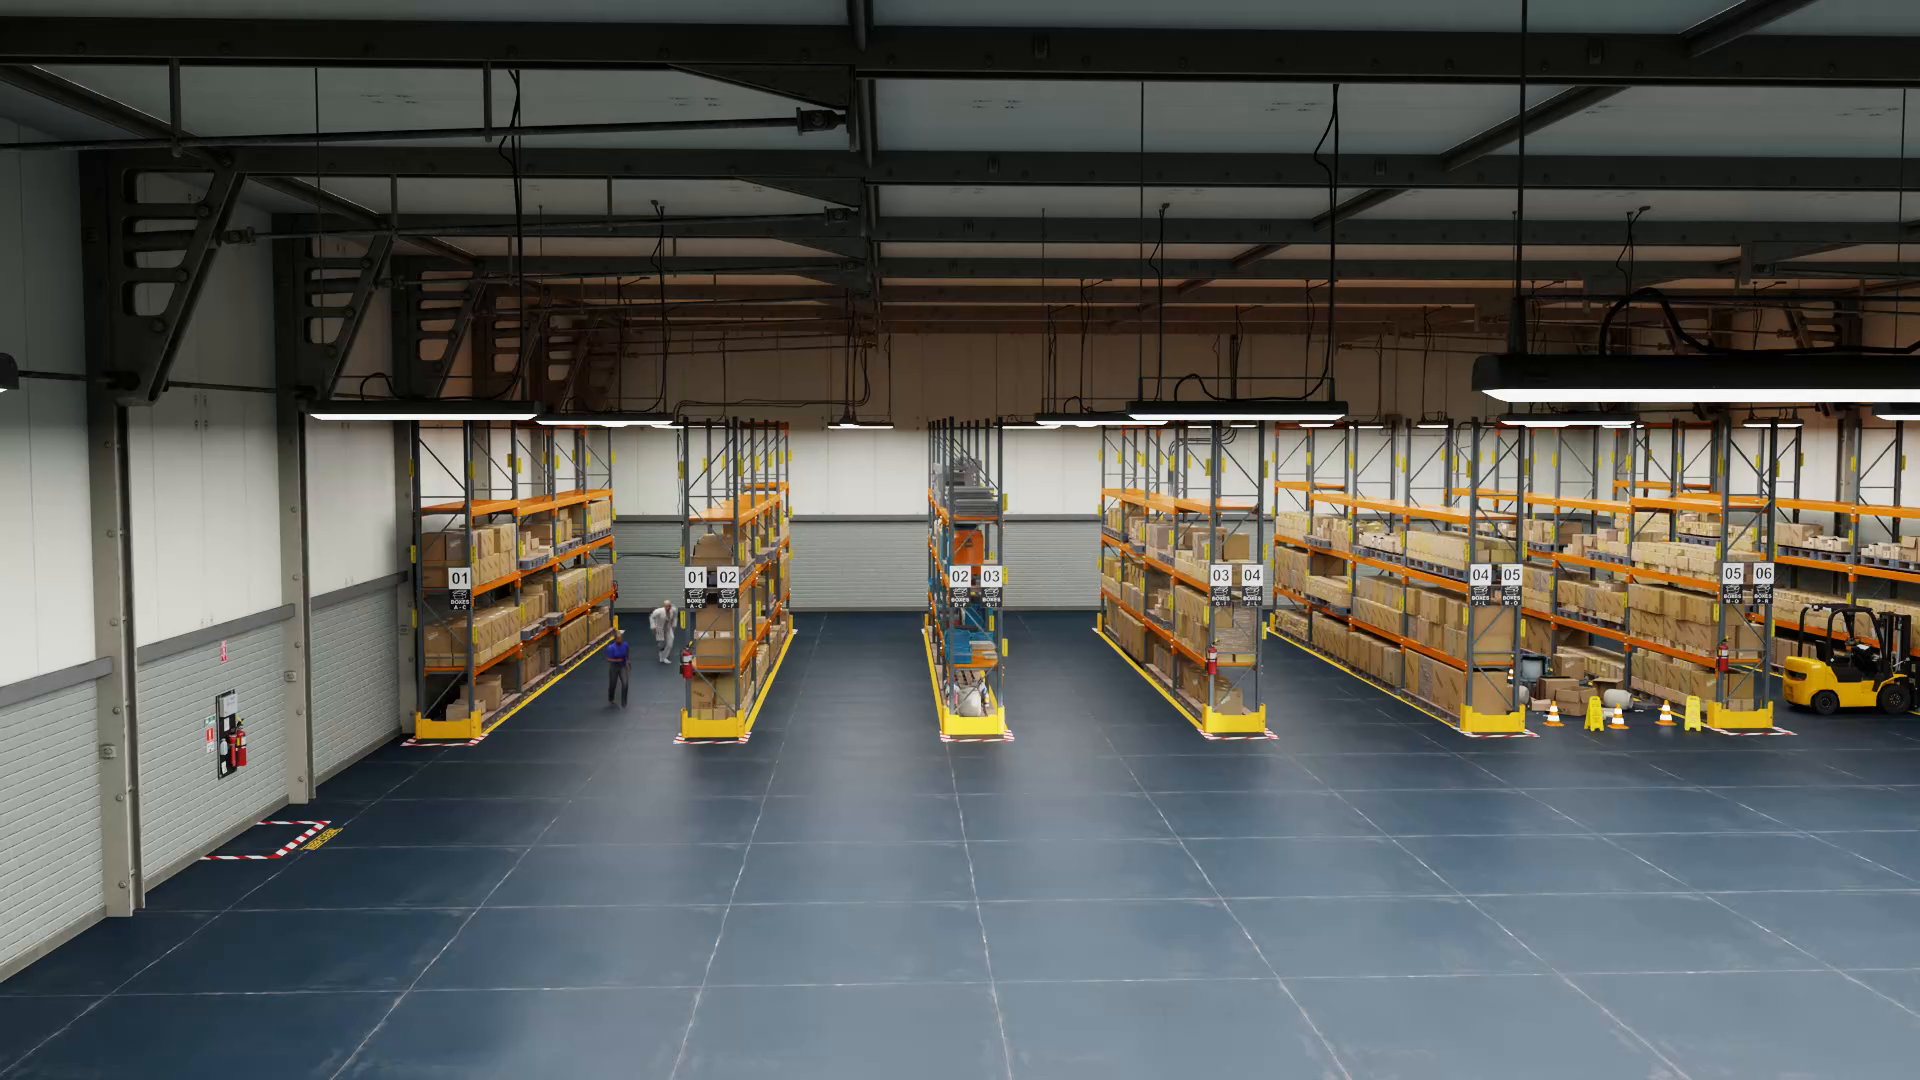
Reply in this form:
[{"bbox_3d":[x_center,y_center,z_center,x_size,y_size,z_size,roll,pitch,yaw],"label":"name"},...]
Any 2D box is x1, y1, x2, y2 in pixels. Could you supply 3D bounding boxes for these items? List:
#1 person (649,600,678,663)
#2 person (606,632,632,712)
[{"bbox_3d":[-7.353,2.256,41.132,0.729,1.588,0.958,-2,4,-25],"label":"person"},{"bbox_3d":[-7.034,2.685,34.237,0.575,1.636,0.956,-2,4,-24],"label":"person"}]
